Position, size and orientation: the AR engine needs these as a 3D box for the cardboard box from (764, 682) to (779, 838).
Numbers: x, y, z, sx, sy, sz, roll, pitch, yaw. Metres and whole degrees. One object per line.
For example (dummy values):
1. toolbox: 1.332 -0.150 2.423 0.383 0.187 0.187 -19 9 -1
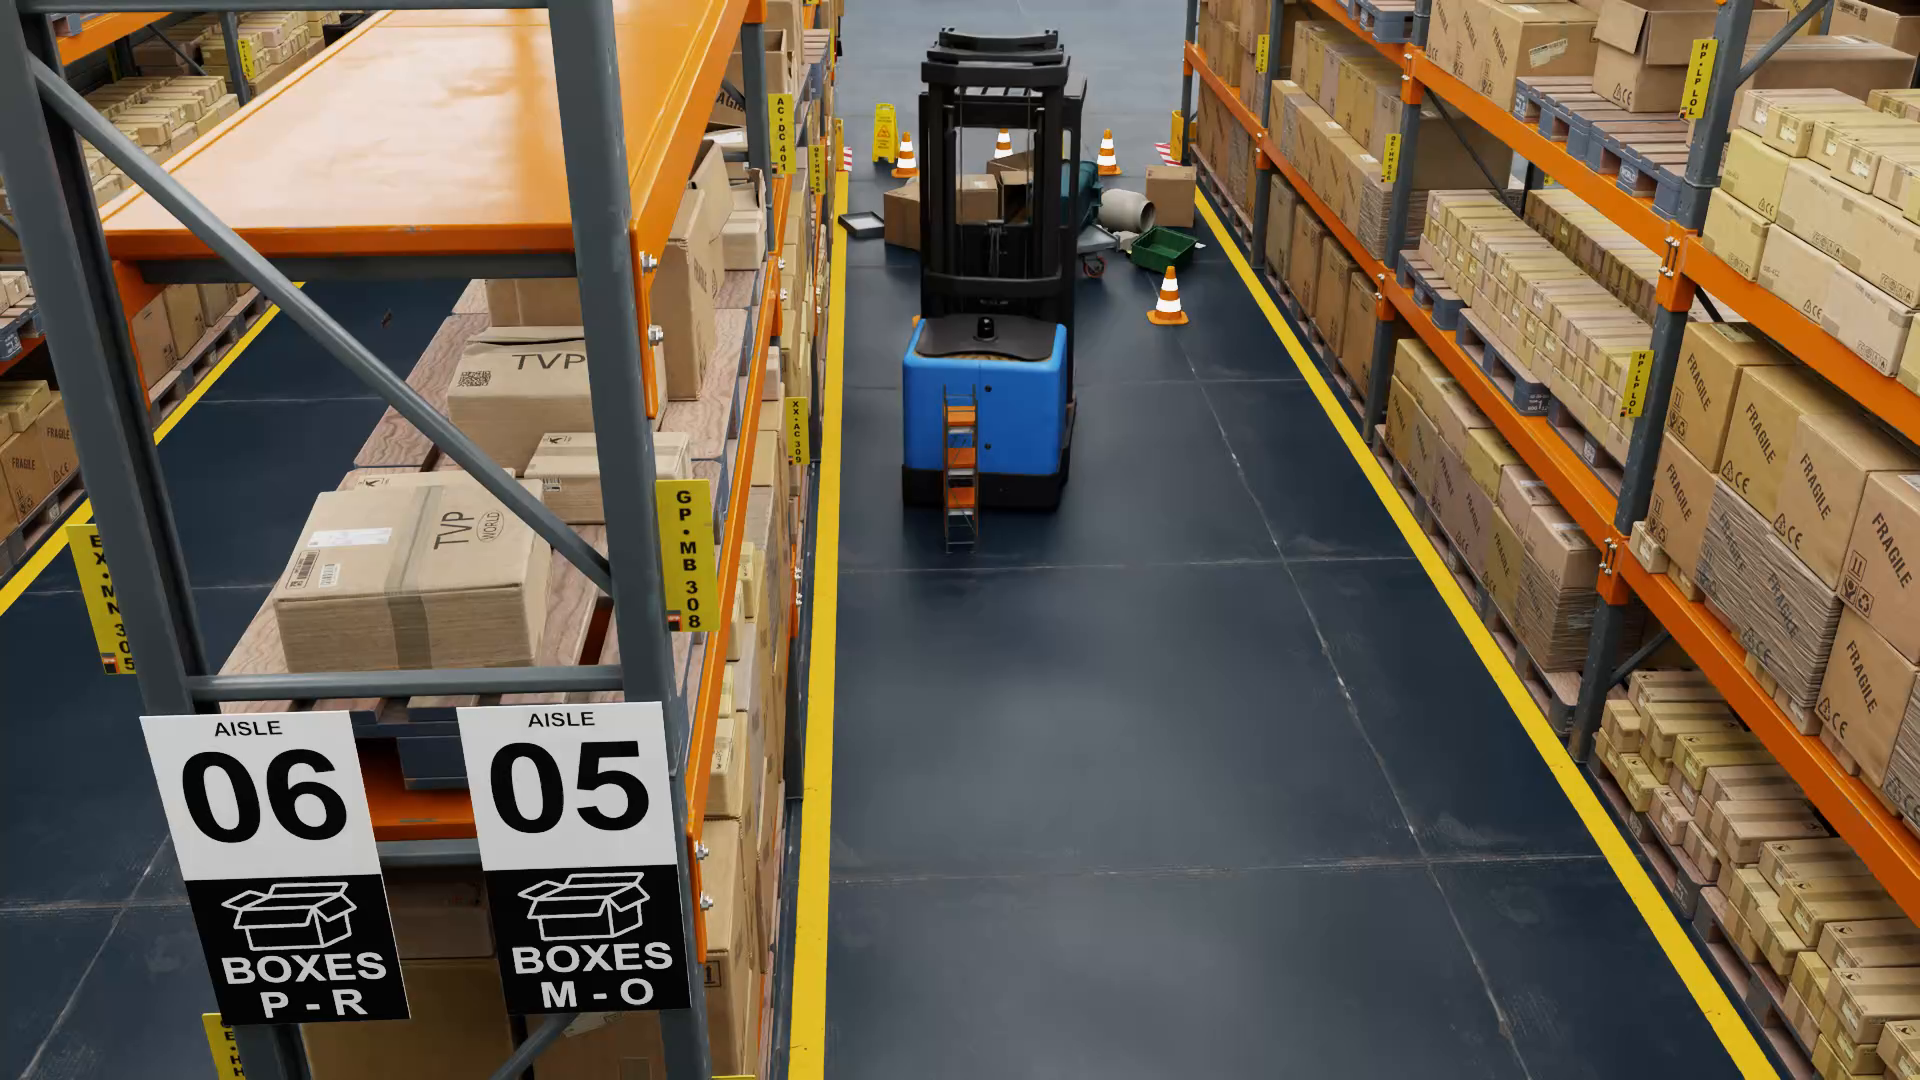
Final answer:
1. cardboard box: -0.916 0.824 5.818 0.500 0.500 0.500 0 28 -1

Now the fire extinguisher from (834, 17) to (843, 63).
1. fire extinguisher: -1.453 -5.622 18.370 0.296 0.674 0.183 -1 28 -3

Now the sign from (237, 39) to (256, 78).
1. sign: -6.114 -4.120 14.239 0.100 0.325 0.005 -1 28 -3

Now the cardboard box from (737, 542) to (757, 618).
1. cardboard box: -0.853 0.133 5.360 0.380 0.149 0.250 -2 28 -4

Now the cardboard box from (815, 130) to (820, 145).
1. cardboard box: -1.333 -3.231 13.519 0.380 0.149 0.250 -1 28 -2

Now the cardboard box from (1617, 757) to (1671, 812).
1. cardboard box: 3.370 1.159 7.912 0.380 0.149 0.250 -1 28 -1

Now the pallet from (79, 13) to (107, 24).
1. pallet: -6.632 -3.850 11.849 1.003 0.211 1.213 0 28 0

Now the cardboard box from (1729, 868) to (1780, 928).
1. cardboard box: 3.460 1.501 6.936 0.380 0.149 0.250 -2 28 -3

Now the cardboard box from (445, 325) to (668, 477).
1. cardboard box: -1.100 -0.417 4.597 0.500 0.311 0.500 -1 28 -2

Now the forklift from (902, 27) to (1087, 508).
1. forklift: 0.295 -2.162 11.726 1.130 2.935 3.031 3 28 6

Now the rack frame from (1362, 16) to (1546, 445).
1. rack frame: 3.449 -2.064 11.464 1.000 3.000 0.127 -1 28 -3

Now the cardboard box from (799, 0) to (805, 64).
1. cardboard box: -1.248 -3.006 9.464 0.700 0.500 0.500 -3 28 -5

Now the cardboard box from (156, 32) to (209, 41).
1. cardboard box: -6.972 -4.467 14.939 0.380 0.149 0.250 -2 28 -3

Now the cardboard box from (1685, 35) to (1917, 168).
1. cardboard box: 3.748 -1.955 7.449 0.700 0.500 0.500 -1 28 -3

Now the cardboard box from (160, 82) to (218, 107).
1. cardboard box: -6.384 -3.685 13.761 0.380 0.149 0.250 -2 28 -3

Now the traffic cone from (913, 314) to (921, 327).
1. traffic cone: -0.235 -2.082 14.241 0.336 0.463 0.334 -1 28 -3

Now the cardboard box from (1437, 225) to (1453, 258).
1. cardboard box: 3.290 -1.918 10.679 0.380 0.149 0.250 0 28 0

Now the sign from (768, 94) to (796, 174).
1. sign: -0.726 -1.659 6.800 0.100 0.325 0.005 -1 28 -3

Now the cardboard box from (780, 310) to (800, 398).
1. cardboard box: -1.016 -0.749 7.753 0.500 0.500 0.500 -1 28 -2

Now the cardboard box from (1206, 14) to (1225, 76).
1. cardboard box: 3.050 -5.140 17.199 0.875 0.550 0.550 -1 28 -3

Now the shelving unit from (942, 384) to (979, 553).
1. shelving unit: 0.003 -0.441 10.460 0.215 1.050 0.252 -1 28 -3

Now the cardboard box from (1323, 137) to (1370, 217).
1. cardboard box: 3.106 -2.771 12.712 0.500 0.500 0.500 -2 28 -4

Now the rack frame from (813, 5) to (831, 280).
1. rack frame: -1.698 -3.745 14.688 1.000 3.000 0.127 -1 28 -3

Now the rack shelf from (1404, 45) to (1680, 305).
1. rack shelf: 3.553 -2.152 9.166 1.077 0.370 4.000 -1 28 -3

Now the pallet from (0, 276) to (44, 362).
1. pallet: -6.341 -1.380 10.360 1.213 0.211 1.003 -1 28 -3

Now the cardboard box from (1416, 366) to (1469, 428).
1. cardboard box: 3.269 -0.916 10.701 0.500 0.250 0.500 -2 28 -3

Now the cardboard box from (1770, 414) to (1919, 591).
1. cardboard box: 3.475 -0.150 6.283 0.500 0.500 0.500 -1 28 -2

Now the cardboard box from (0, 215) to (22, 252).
1. cardboard box: -6.200 -2.143 11.237 0.500 0.250 0.500 -1 28 -3

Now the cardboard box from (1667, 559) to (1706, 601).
1. cardboard box: 3.433 0.150 7.489 0.380 0.149 0.250 -1 28 -1

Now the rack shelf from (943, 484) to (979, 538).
1. rack shelf: 0.003 -0.185 10.593 0.215 0.259 0.240 -1 28 -3

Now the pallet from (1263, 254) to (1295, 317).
1. pallet: 3.355 -2.321 14.971 1.003 0.211 1.213 -1 28 -3

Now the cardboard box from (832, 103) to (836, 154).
1. cardboard box: -1.574 -4.288 17.435 0.500 0.500 0.500 0 28 -1

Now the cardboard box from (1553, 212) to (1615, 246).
1. cardboard box: 3.957 -1.951 10.421 0.380 0.149 0.250 -1 28 -1

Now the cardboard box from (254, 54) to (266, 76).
1. cardboard box: -6.424 -4.229 14.805 0.380 0.149 0.250 -1 28 -1

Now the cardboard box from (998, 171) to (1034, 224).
1. cardboard box: 0.770 -3.364 16.510 0.797 0.637 0.503 -1 28 -3

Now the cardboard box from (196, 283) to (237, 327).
1. cardboard box: -6.584 -2.158 13.758 0.875 0.625 0.625 -2 28 -3

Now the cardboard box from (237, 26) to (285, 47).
1. cardboard box: -6.412 -4.600 15.194 0.380 0.149 0.250 -1 28 -1

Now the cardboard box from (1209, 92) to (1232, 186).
1. cardboard box: 3.180 -4.285 17.566 0.875 0.875 0.875 -2 28 -3

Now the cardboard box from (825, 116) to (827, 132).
1. cardboard box: -1.394 -3.787 15.039 0.380 0.149 0.250 -2 28 -3

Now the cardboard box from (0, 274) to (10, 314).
1. cardboard box: -6.068 -1.417 9.931 0.500 0.250 0.500 -3 28 -5

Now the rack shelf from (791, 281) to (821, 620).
1. rack shelf: -1.385 -0.656 9.541 1.077 0.370 4.000 -1 28 -3

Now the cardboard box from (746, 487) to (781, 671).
1. cardboard box: -0.926 0.142 6.045 0.500 0.500 0.500 -1 28 -2

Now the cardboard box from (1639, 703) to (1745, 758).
1. cardboard box: 3.424 0.890 7.786 0.380 0.149 0.250 0 28 0

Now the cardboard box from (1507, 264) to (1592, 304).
1. cardboard box: 3.359 -1.463 9.485 0.380 0.149 0.250 -2 28 -3

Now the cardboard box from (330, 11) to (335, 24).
1. cardboard box: -6.569 -5.296 16.852 0.380 0.149 0.250 -2 28 -3

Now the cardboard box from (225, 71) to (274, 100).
1. cardboard box: -6.417 -3.879 14.836 0.500 0.500 0.500 -2 28 -4

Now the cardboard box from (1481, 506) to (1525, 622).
1. cardboard box: 3.341 0.132 9.502 0.500 0.500 0.500 -2 28 -4

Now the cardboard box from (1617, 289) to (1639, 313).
1. cardboard box: 4.012 -1.339 9.570 0.380 0.149 0.250 -2 28 -4

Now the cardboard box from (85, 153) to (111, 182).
1. cardboard box: -6.249 -2.625 11.729 0.380 0.149 0.250 -1 28 -2

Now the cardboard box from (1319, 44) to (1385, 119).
1. cardboard box: 3.326 -3.699 13.410 0.700 0.500 0.500 -1 28 -2

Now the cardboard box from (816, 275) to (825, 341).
1. cardboard box: -1.589 -1.871 13.482 0.950 0.372 0.625 0 28 -1

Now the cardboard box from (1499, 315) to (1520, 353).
1. cardboard box: 3.354 -1.195 9.616 0.380 0.149 0.250 -2 28 -4

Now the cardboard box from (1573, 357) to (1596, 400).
1. cardboard box: 3.415 -0.839 8.611 0.380 0.149 0.250 0 28 0

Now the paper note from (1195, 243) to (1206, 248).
1. paper note: 2.300 -2.884 16.246 0.147 0.020 0.142 -23 35 -37

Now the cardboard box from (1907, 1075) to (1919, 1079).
1. cardboard box: 3.489 1.972 5.711 0.380 0.149 0.250 -2 28 -4

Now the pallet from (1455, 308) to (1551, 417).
1. pallet: 3.593 -1.066 9.758 1.003 0.211 1.213 -1 28 -3

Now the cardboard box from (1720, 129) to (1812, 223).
1. cardboard box: 3.443 -1.474 6.711 0.500 0.250 0.500 0 28 -1
